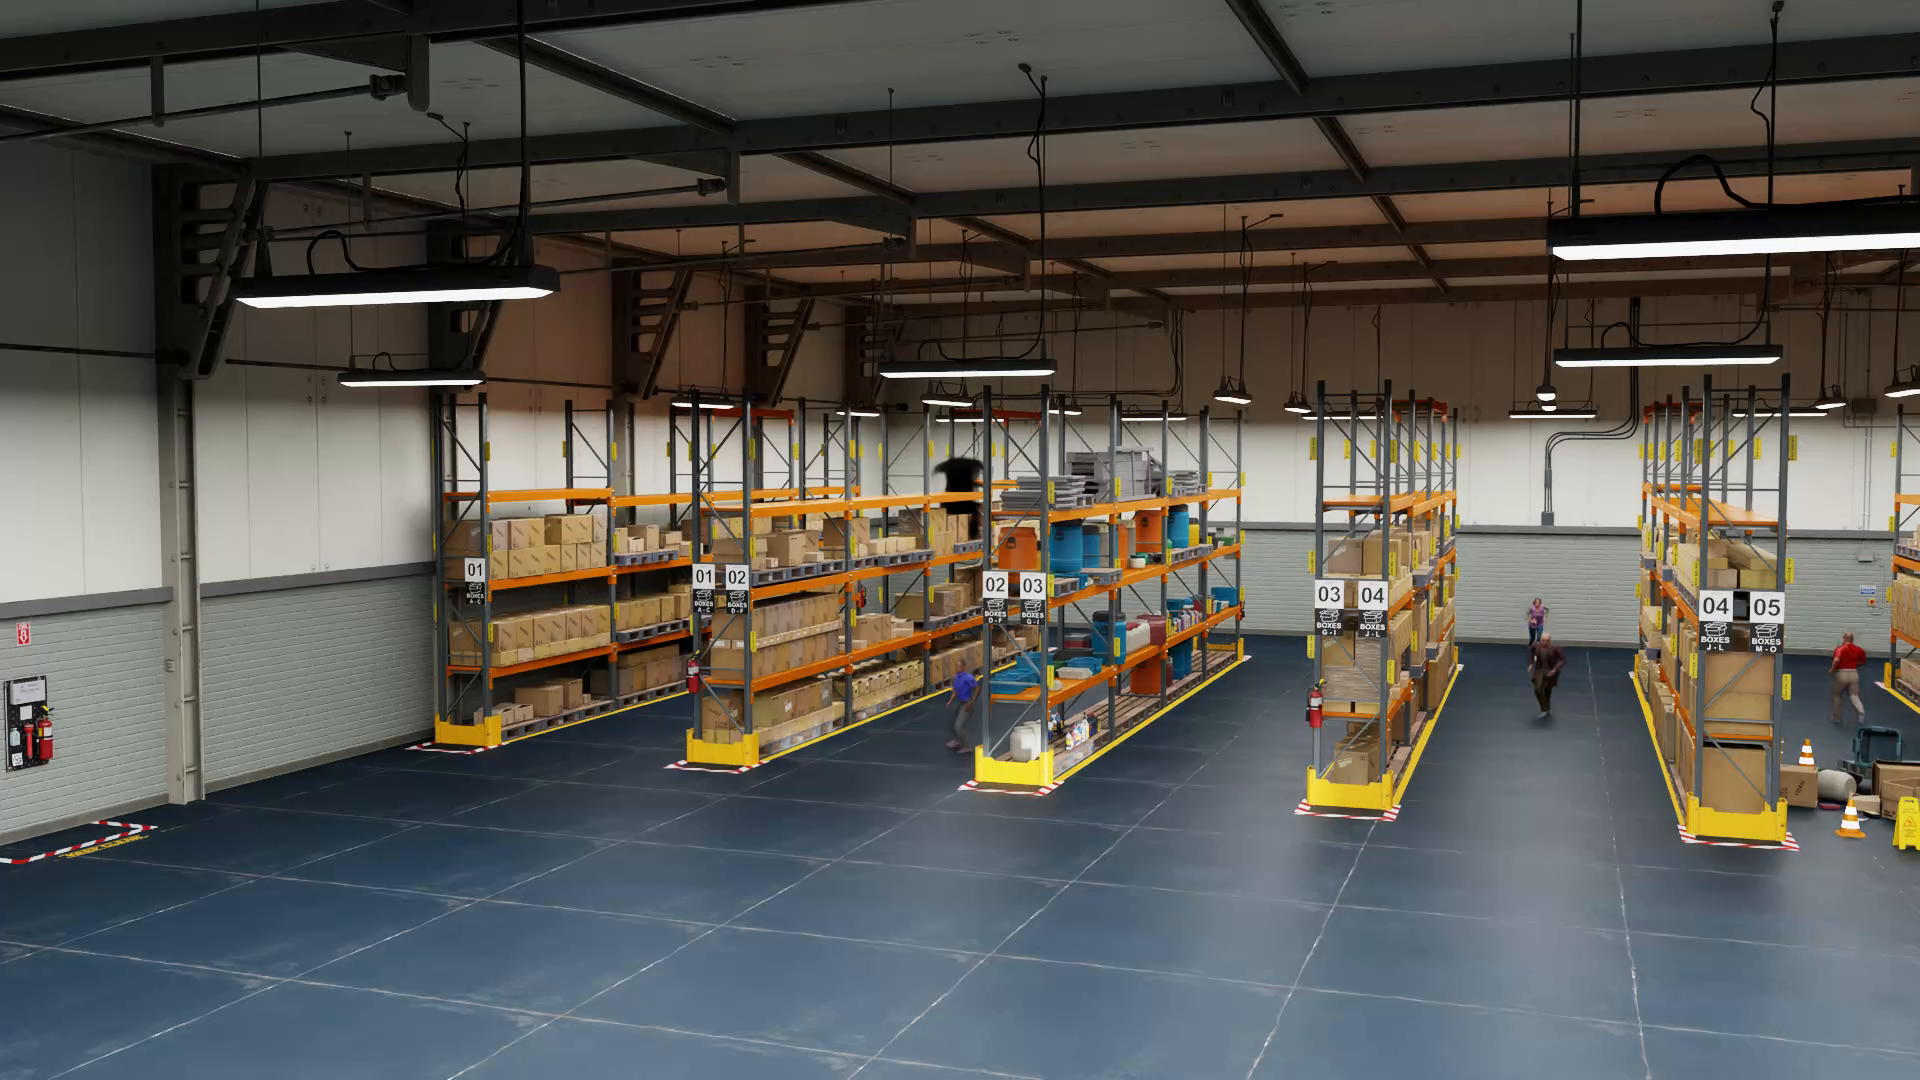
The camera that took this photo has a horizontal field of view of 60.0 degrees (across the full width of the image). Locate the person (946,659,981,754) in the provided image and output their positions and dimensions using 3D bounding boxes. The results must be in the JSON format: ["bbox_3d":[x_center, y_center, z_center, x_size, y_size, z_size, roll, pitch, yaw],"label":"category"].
[{"bbox_3d":[-0.008,2.757,27.719,0.452,1.600,0.891,-2,3,-27],"label":"person"}]

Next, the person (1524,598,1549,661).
[{"bbox_3d":[13.888,2.149,40.119,0.585,1.504,0.910,0,3,8],"label":"person"}]

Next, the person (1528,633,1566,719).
[{"bbox_3d":[11.136,2.524,31.505,0.703,1.633,1.113,1,3,26],"label":"person"}]

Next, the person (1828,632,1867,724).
[{"bbox_3d":[16.202,2.523,30.365,0.662,1.695,0.926,0,3,5],"label":"person"}]
